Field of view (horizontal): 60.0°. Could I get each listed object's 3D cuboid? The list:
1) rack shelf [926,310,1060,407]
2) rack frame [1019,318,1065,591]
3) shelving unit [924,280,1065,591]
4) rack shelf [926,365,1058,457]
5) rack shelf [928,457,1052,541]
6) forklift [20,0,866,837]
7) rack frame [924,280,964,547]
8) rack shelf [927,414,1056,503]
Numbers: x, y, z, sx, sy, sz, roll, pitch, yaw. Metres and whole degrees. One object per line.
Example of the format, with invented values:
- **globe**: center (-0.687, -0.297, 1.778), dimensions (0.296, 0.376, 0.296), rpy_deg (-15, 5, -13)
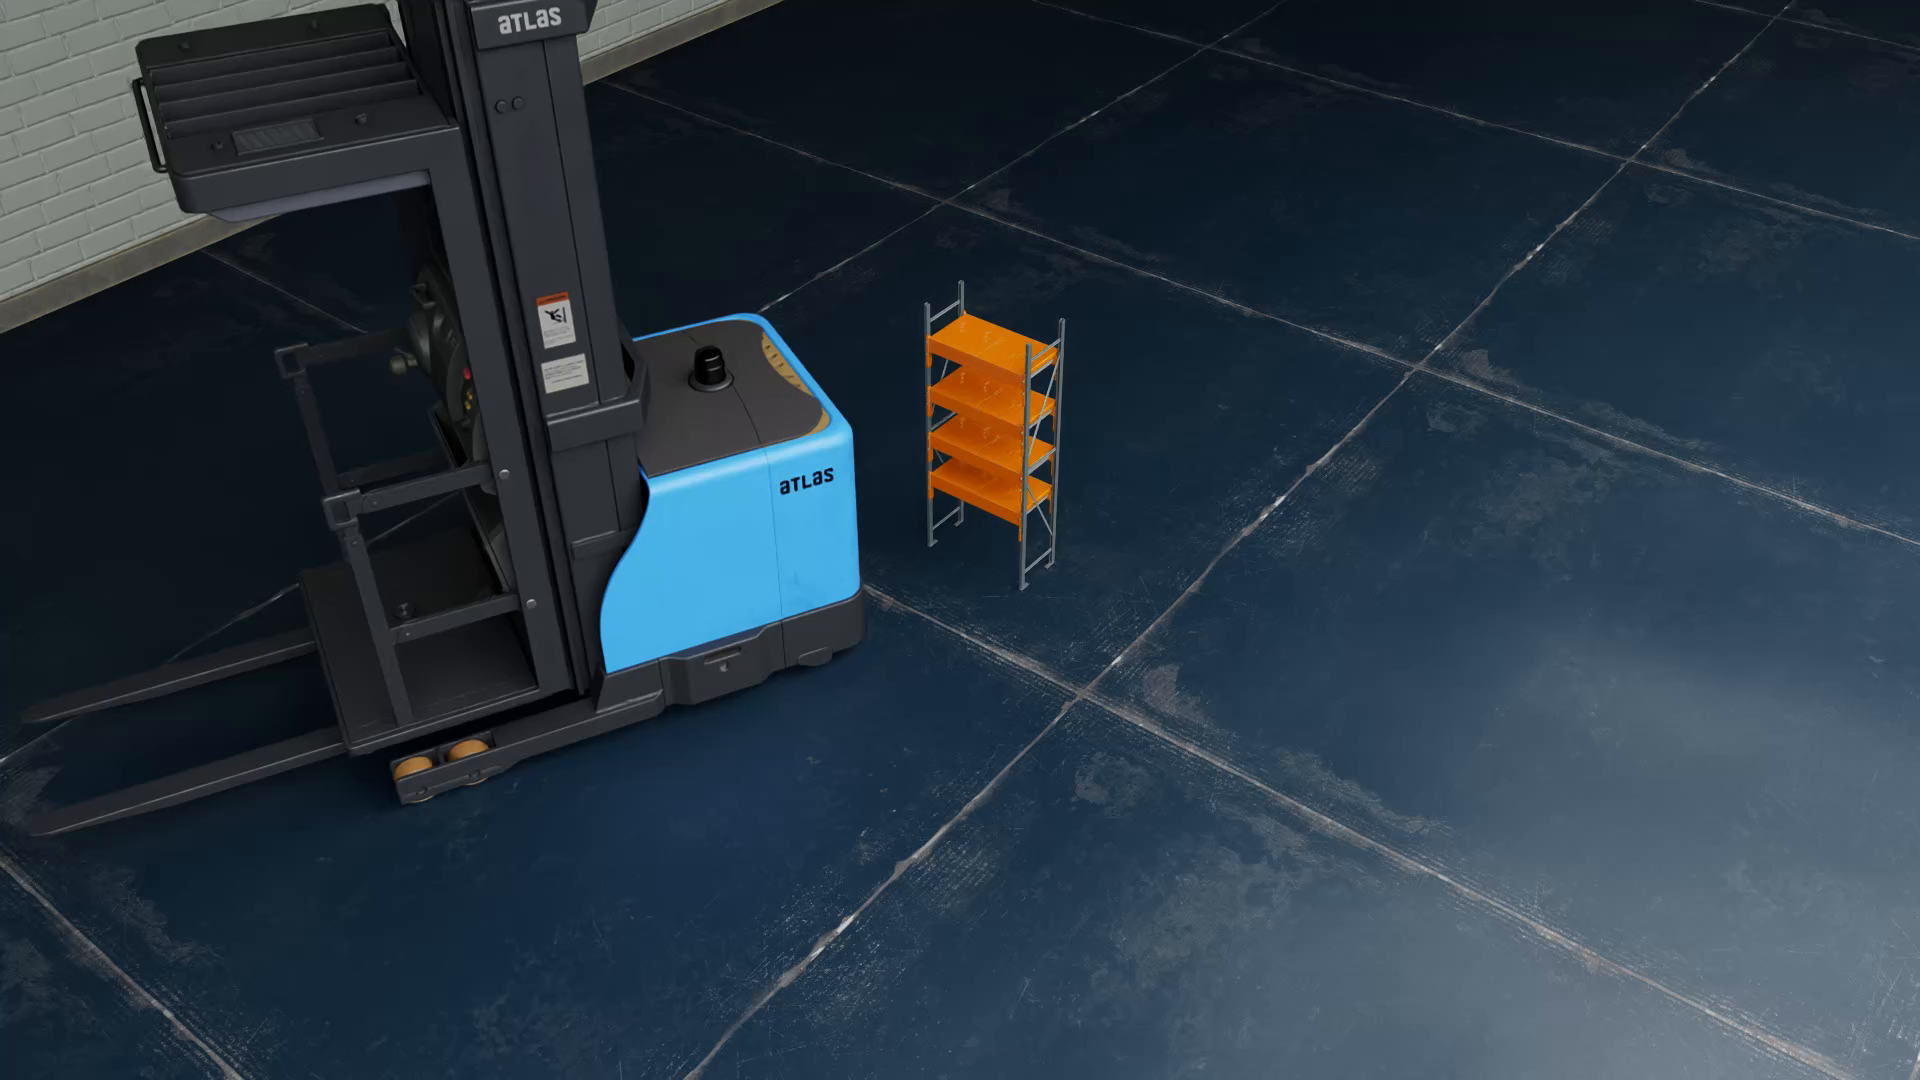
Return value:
- **rack shelf**: center (0.131, -0.720, 6.559), dimensions (0.480, 0.148, 0.258), rpy_deg (25, 45, 29)
- **rack frame**: center (0.325, -0.319, 6.684), dimensions (0.015, 1.200, 0.240), rpy_deg (25, 45, 29)
- **shelving unit**: center (0.131, -0.410, 6.801), dimensions (0.503, 1.200, 0.258), rpy_deg (25, 45, 29)
- **rack shelf**: center (0.131, -0.534, 6.704), dimensions (0.480, 0.148, 0.258), rpy_deg (25, 45, 29)
- **rack shelf**: center (0.131, -0.201, 6.965), dimensions (0.480, 0.148, 0.258), rpy_deg (25, 45, 29)
- **forklift**: center (-1.932, -0.576, 5.608), dimensions (3.031, 2.935, 1.130), rpy_deg (-17, 41, -20)
- **rack frame**: center (-0.062, -0.502, 6.918), dimensions (0.015, 1.200, 0.240), rpy_deg (25, 45, 29)
- **rack shelf**: center (0.131, -0.357, 6.842), dimensions (0.480, 0.148, 0.258), rpy_deg (25, 45, 29)
